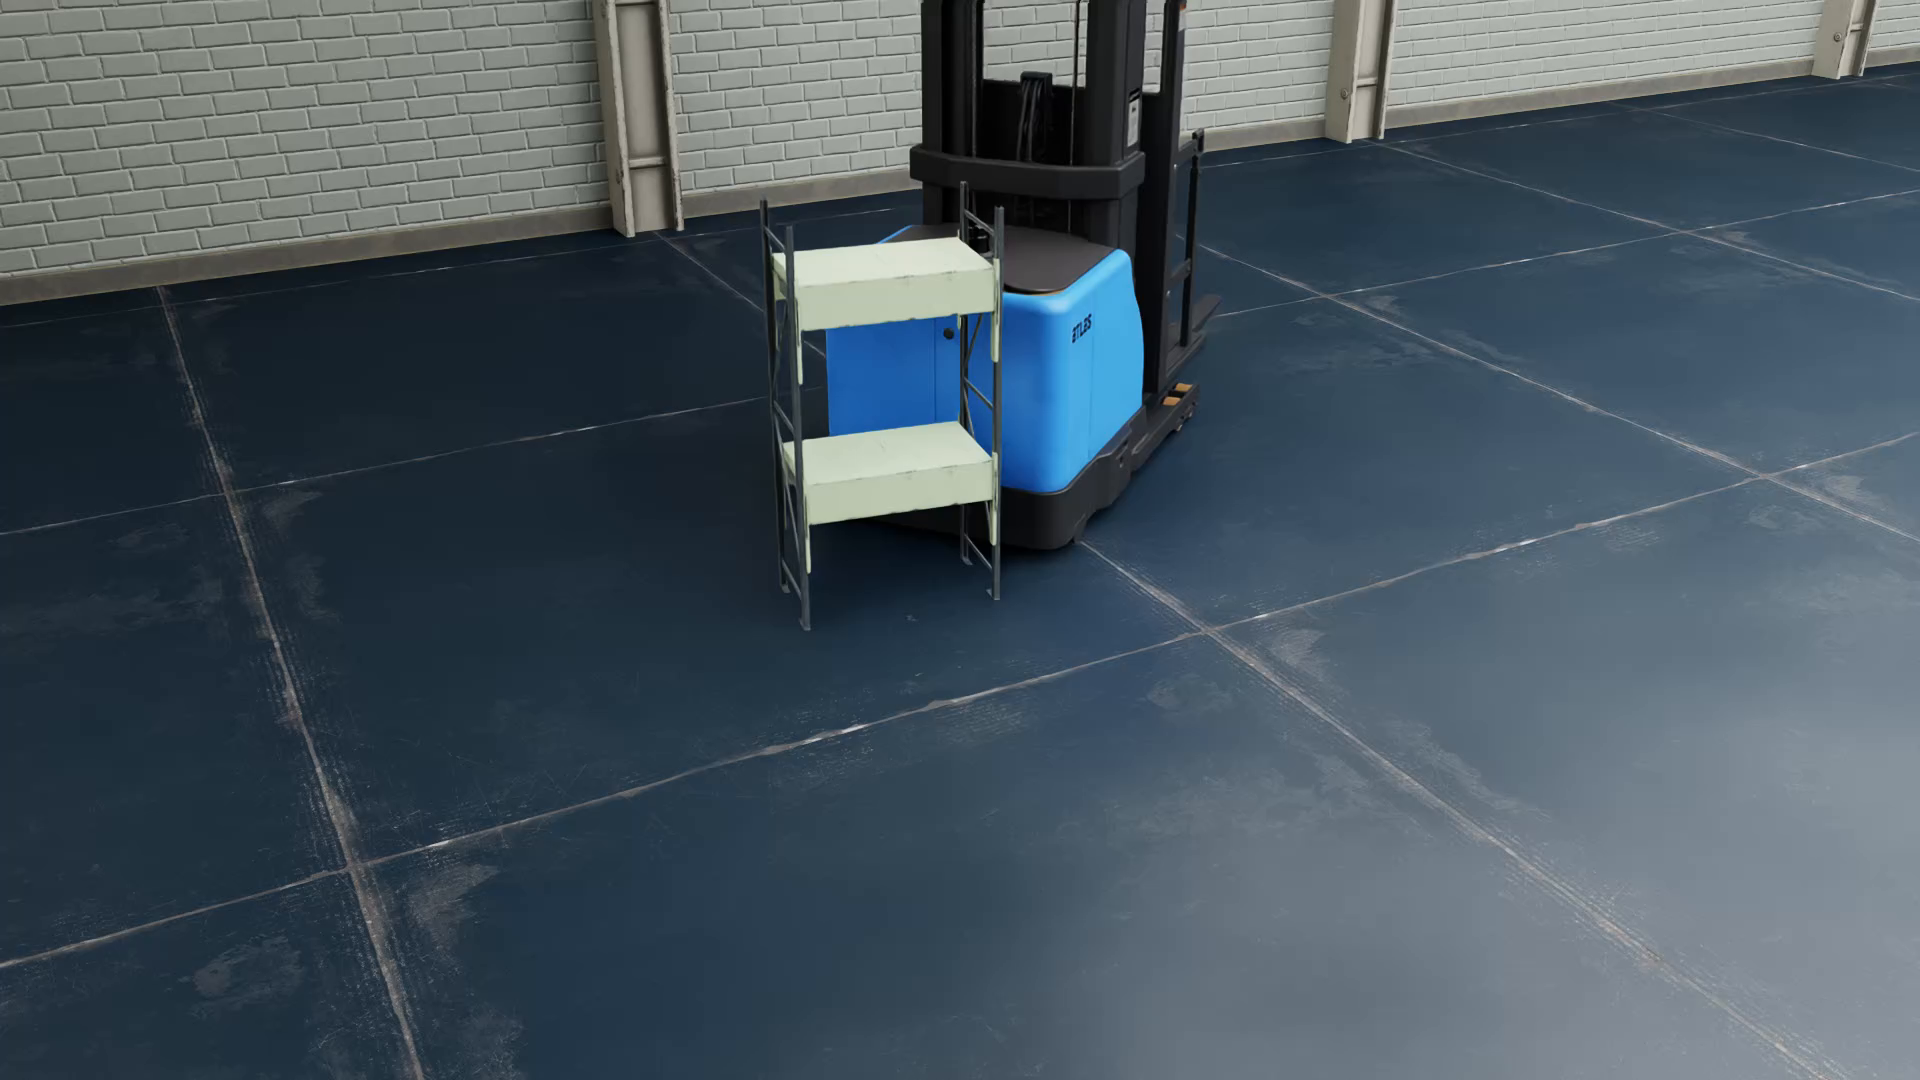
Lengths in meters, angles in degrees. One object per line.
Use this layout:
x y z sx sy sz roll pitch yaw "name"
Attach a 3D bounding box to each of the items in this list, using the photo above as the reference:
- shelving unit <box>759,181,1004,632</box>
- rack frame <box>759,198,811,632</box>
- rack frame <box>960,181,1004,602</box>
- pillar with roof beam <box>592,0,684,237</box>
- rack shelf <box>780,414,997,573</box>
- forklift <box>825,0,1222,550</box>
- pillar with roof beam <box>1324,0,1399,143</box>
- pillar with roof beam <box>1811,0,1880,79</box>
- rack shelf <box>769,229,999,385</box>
-0.272 -0.476 6.008 0.755 1.500 0.431 -8 27 -17 "shelving unit"
-0.618 -0.424 5.901 0.023 1.500 0.400 -8 27 -17 "rack frame"
0.074 -0.527 6.114 0.023 1.500 0.400 -8 27 -17 "rack frame"
-0.050 -4.491 5.706 0.400 9.000 9.100 -13 29 -25 "pillar with roof beam"
-0.272 -0.182 6.149 0.720 0.370 0.431 -8 27 -17 "rack shelf"
0.502 -1.894 7.308 1.130 2.935 3.031 11 28 21 "forklift"
5.244 -5.713 8.252 0.400 9.000 9.100 -13 29 -25 "pillar with roof beam"
10.538 -6.935 10.797 0.400 9.000 9.100 -13 29 -25 "pillar with roof beam"
-0.272 -0.827 5.839 0.720 0.370 0.431 -8 27 -17 "rack shelf"
